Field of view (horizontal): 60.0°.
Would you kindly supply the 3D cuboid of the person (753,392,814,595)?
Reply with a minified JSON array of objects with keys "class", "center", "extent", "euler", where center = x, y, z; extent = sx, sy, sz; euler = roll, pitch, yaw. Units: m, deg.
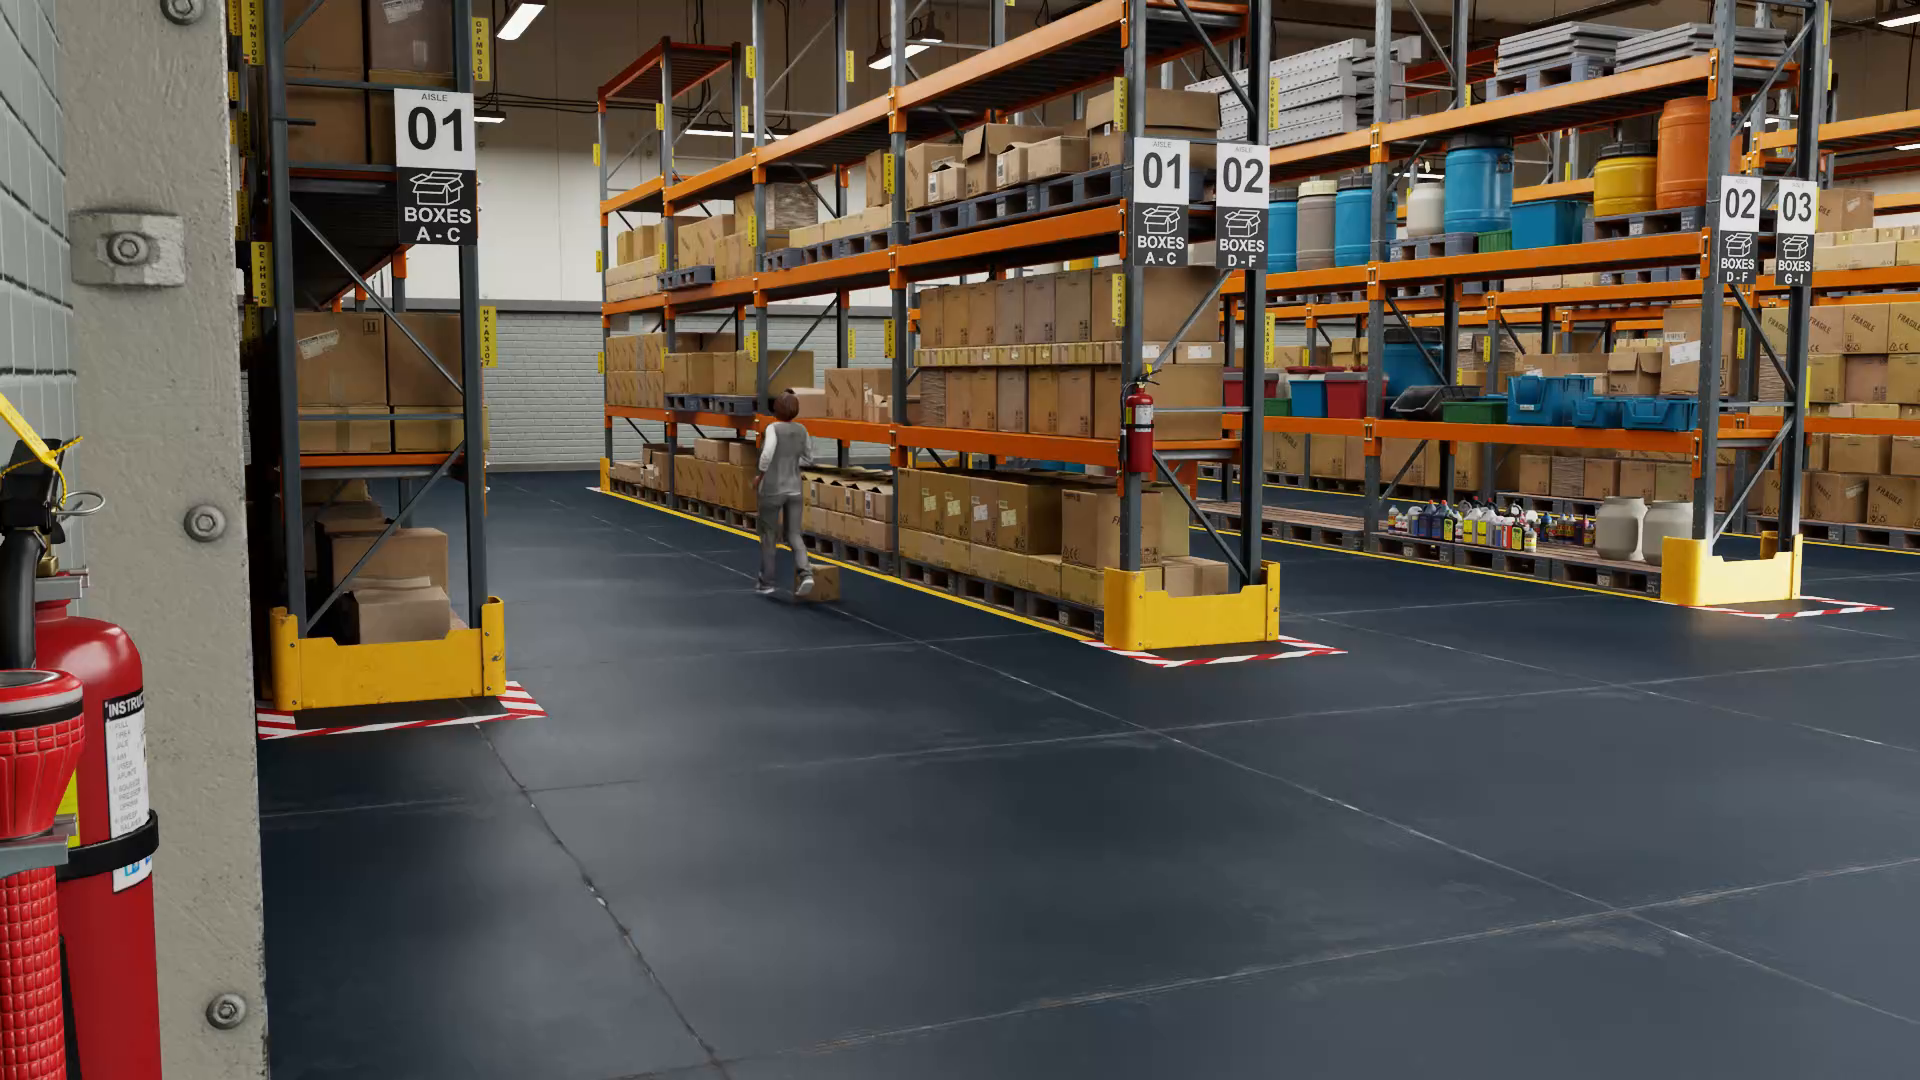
[{"class":"person","center":[-1.380,-0.349,12.735],"extent":[0.540,1.571,0.786],"euler":[-4,7,-33]}]
